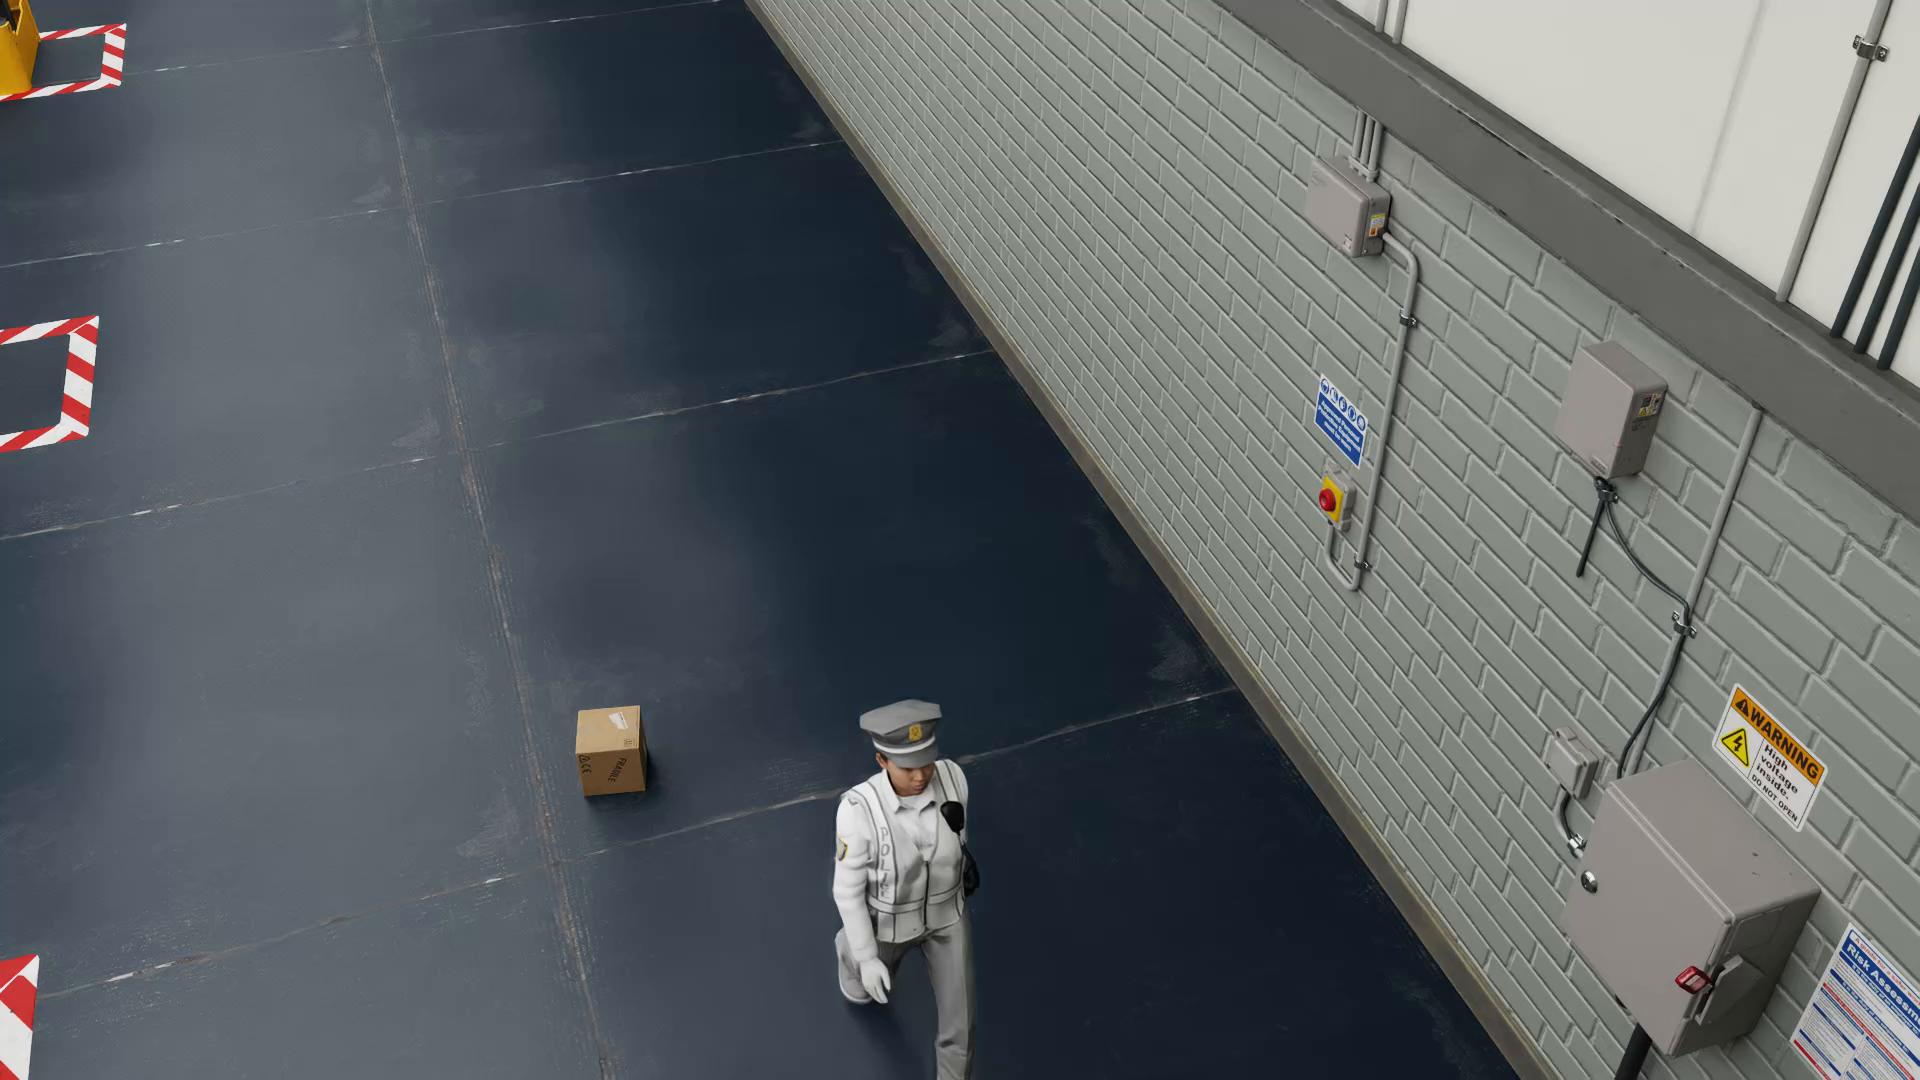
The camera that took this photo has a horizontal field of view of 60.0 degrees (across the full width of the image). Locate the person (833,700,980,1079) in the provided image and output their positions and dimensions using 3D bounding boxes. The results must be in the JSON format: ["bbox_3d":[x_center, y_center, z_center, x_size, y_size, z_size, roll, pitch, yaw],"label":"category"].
[{"bbox_3d":[-0.173,1.151,5.276,0.487,1.635,0.960,-14,40,-17],"label":"person"}]
